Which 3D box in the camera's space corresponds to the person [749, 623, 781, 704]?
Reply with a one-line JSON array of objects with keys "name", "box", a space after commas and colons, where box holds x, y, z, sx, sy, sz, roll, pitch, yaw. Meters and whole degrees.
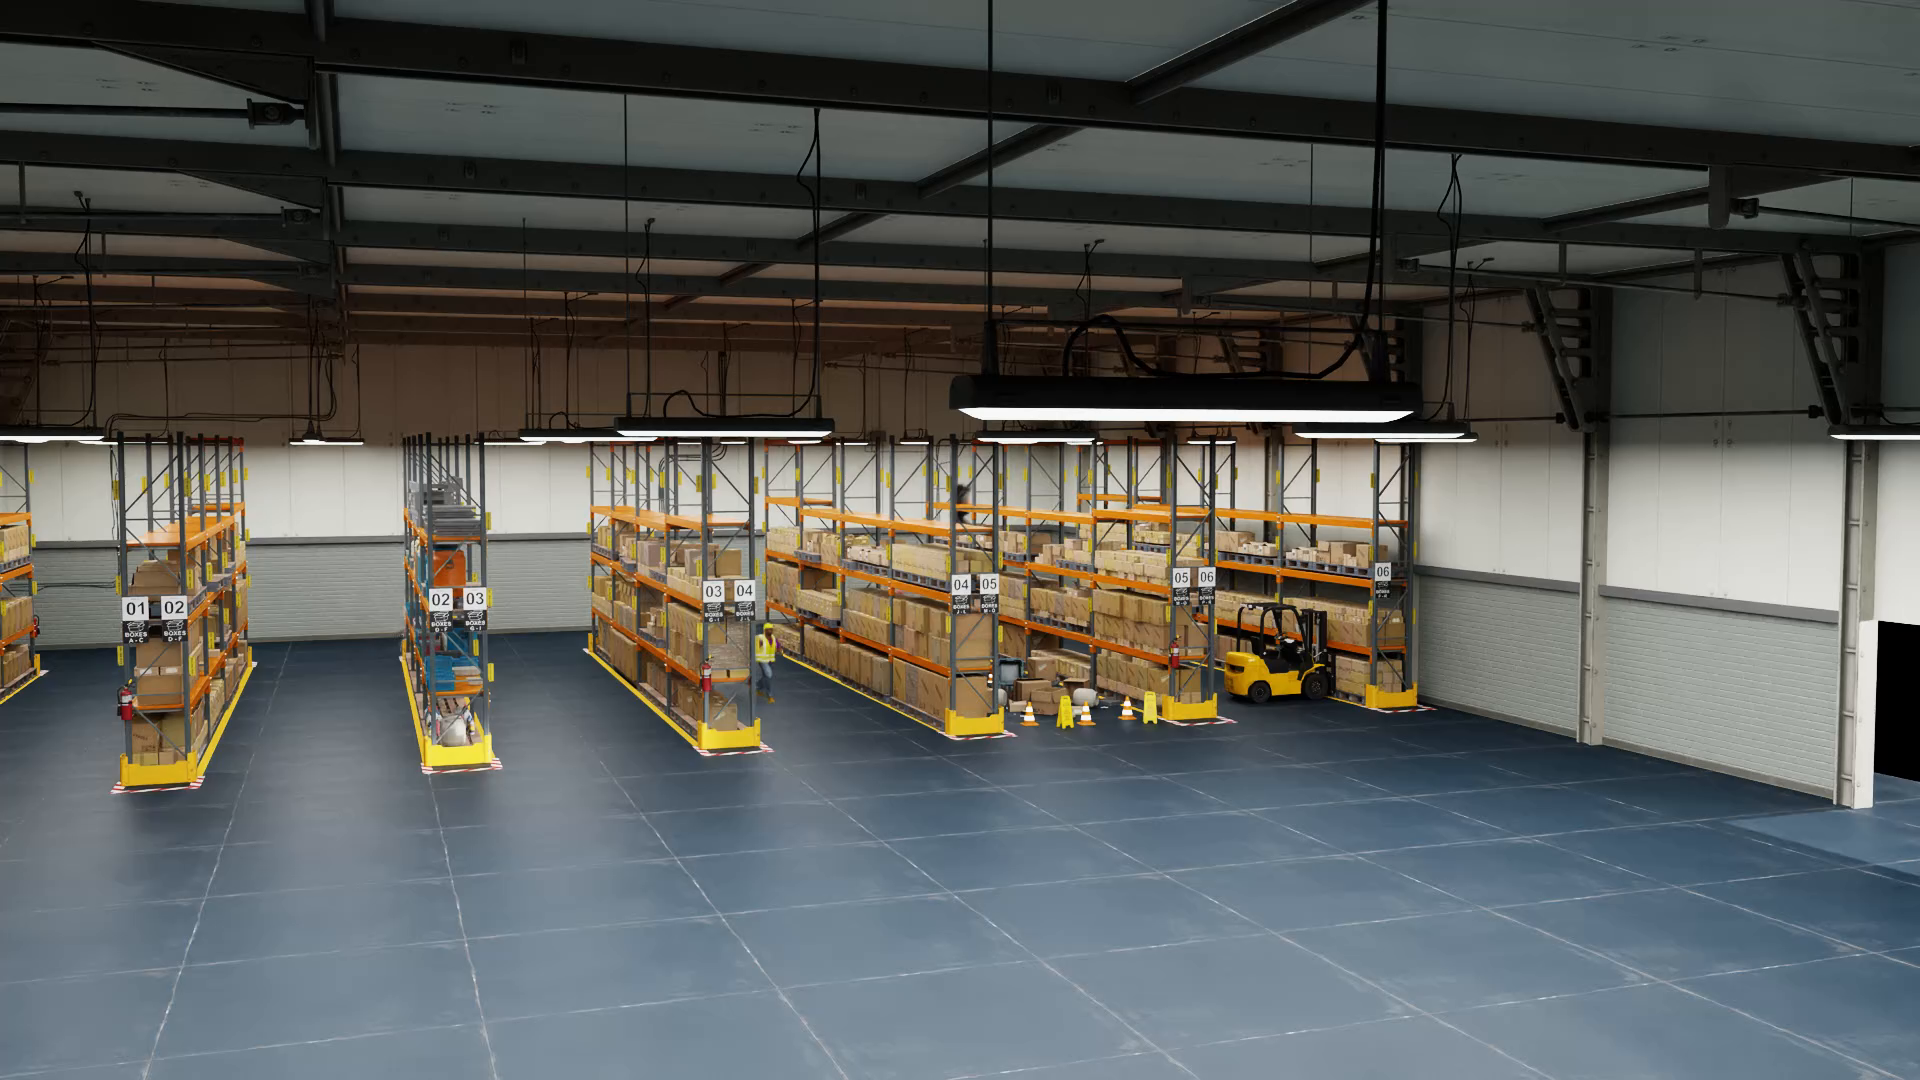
[{"name": "person", "box": [-4.407, 2.768, 37.438, 0.745, 1.815, 0.883, -3, 4, -44]}]
